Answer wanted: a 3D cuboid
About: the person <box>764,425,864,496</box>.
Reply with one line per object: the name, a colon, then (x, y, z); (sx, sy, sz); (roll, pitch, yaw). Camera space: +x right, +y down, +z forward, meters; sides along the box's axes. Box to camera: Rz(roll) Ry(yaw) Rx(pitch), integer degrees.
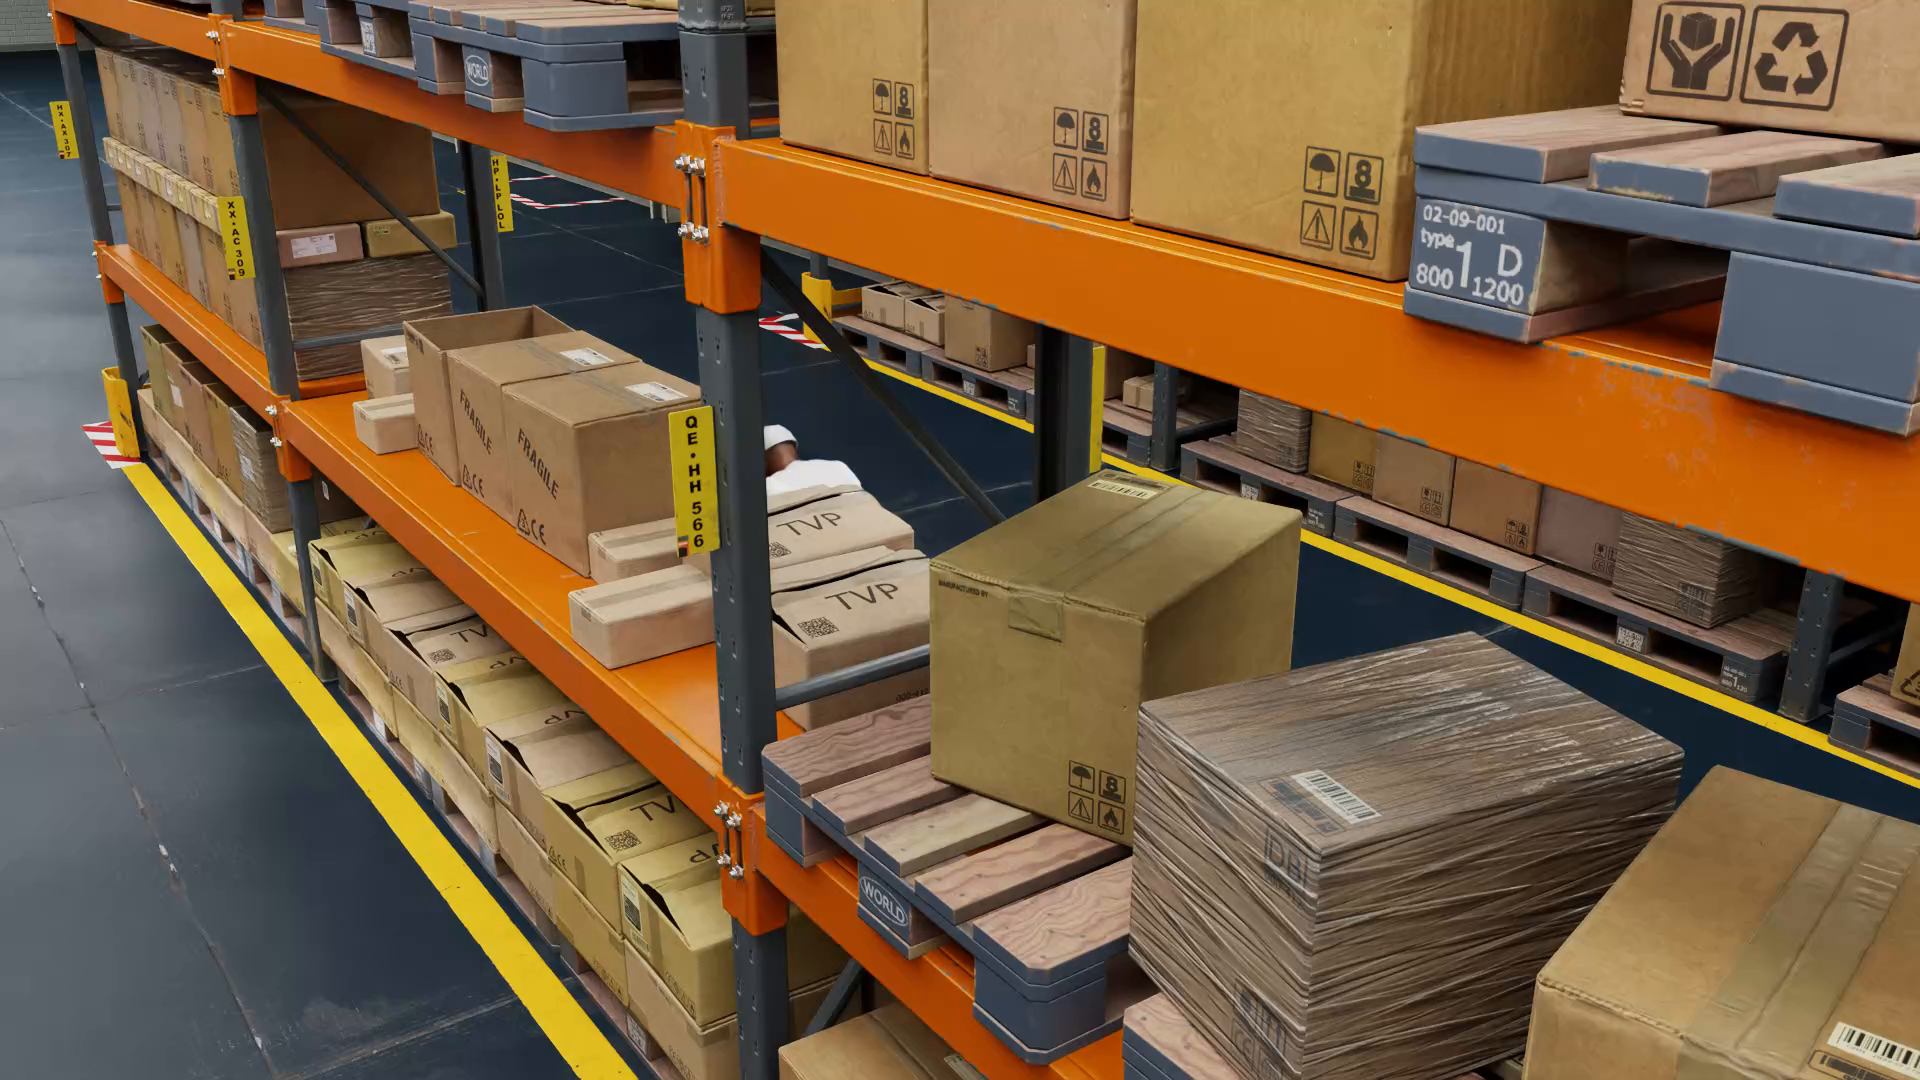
person: (-0.668, 0.006, 7.608); (0.589, 0.998, 0.884); (-15, 26, -33)
